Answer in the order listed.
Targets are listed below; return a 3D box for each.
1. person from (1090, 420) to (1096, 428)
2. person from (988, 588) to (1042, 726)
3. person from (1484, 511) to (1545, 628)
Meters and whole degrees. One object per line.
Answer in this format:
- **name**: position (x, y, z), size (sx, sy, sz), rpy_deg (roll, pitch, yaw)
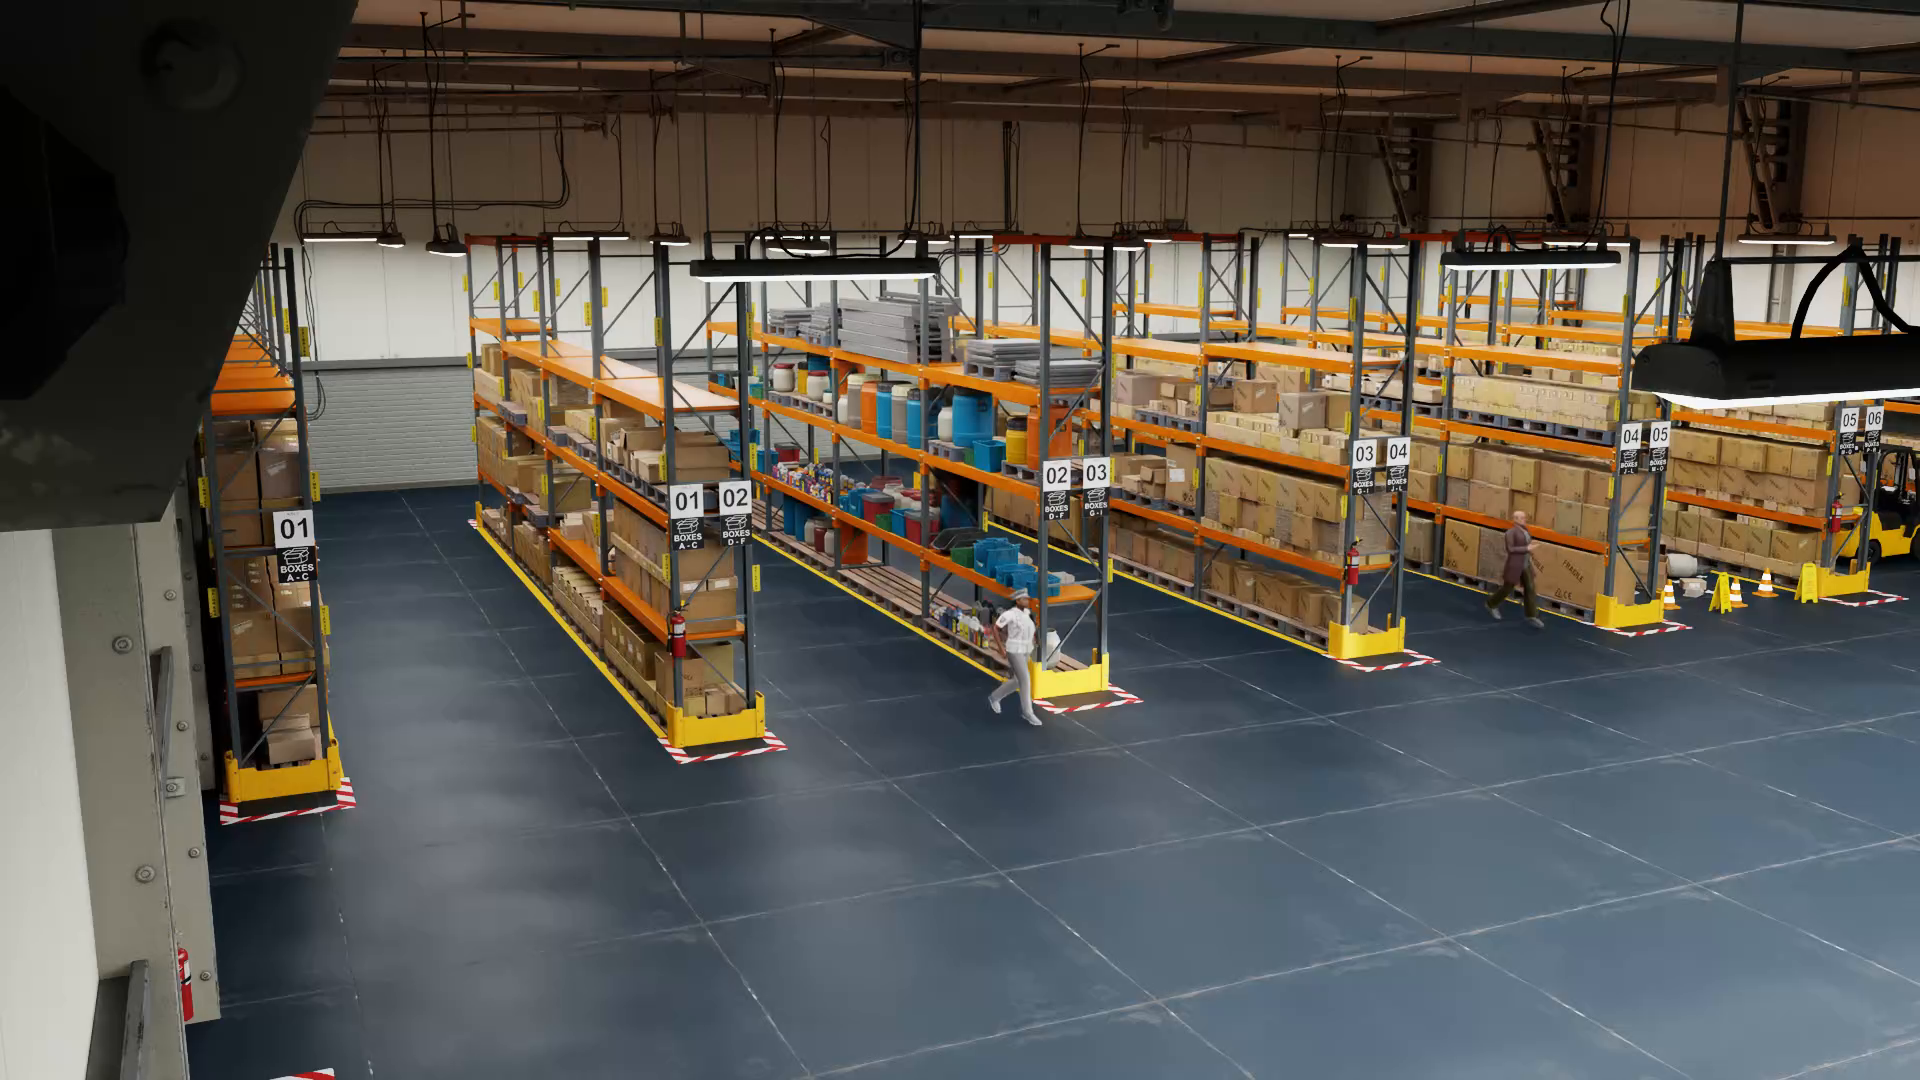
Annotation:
- **person**: position (3.000, -1.999, 38.780), size (0.731, 1.756, 0.881), rpy_deg (-3, 11, -14)
- **person**: position (0.779, 1.450, 21.231), size (0.840, 1.690, 0.610), rpy_deg (8, 14, 37)
- **person**: position (8.756, 0.425, 26.135), size (0.693, 1.791, 1.025), rpy_deg (-8, 13, -35)
